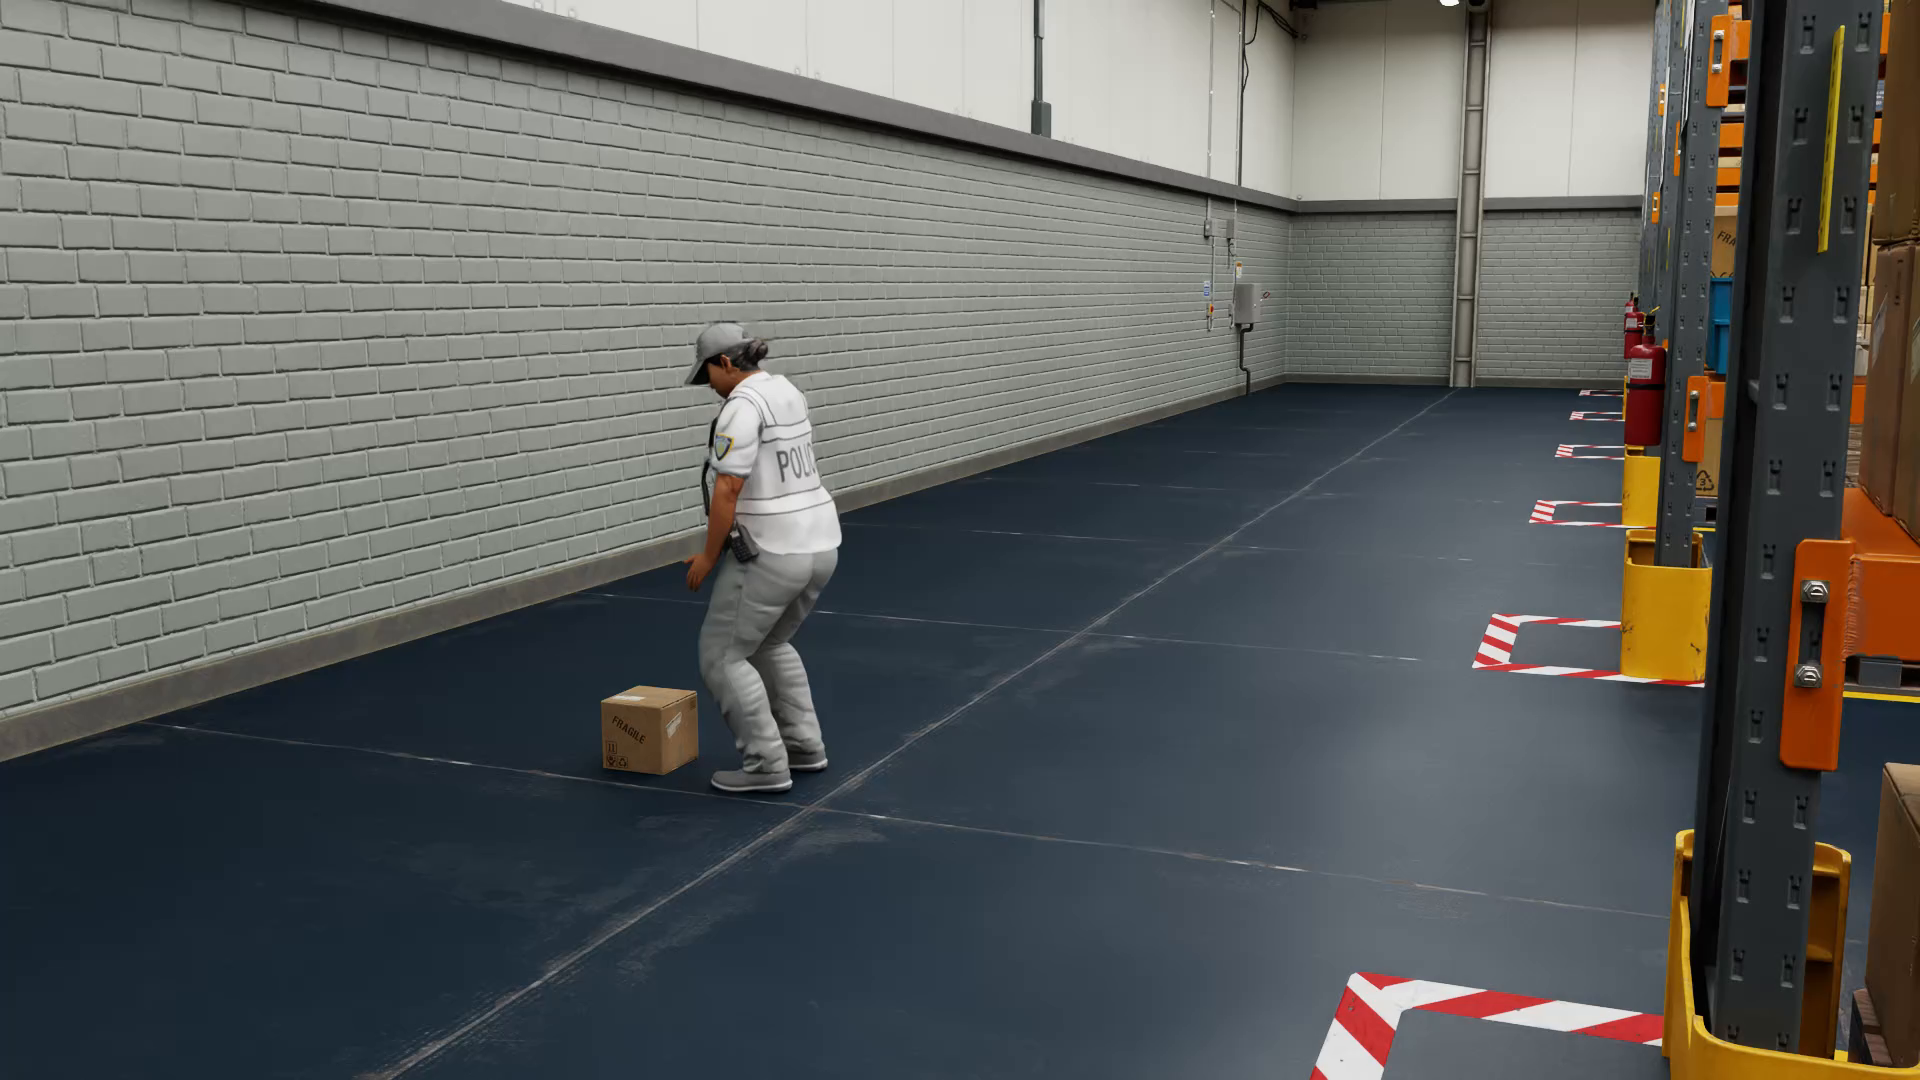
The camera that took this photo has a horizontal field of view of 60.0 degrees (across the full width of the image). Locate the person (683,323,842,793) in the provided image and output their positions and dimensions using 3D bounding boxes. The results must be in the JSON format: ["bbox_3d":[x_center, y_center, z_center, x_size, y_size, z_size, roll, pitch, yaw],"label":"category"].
[{"bbox_3d":[-0.693,0.060,5.718,0.513,1.600,0.504,4,10,22],"label":"person"}]
